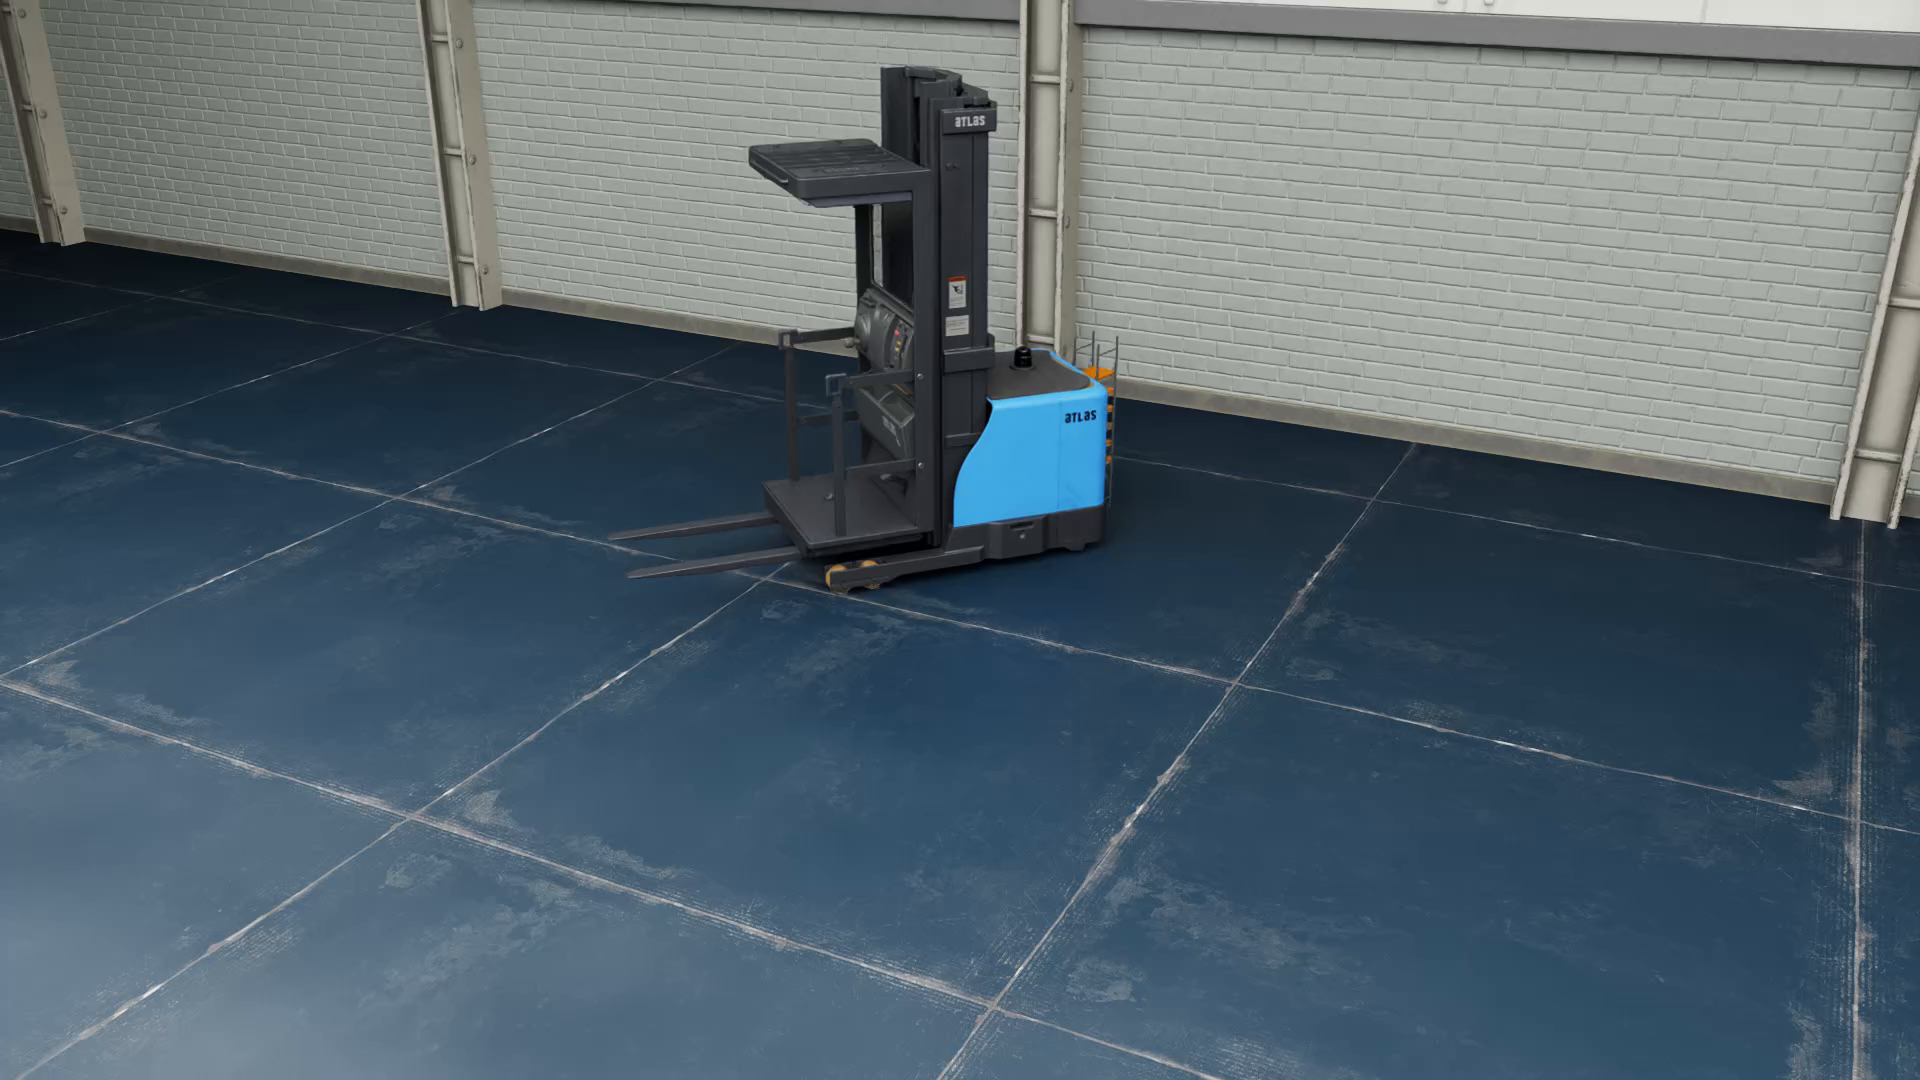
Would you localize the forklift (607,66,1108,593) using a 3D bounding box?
[{"bbox_3d":[-0.642,-1.261,9.971,3.031,2.935,1.130,-9,25,-20],"label":"forklift"}]

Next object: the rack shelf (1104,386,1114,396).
[{"bbox_3d":[0.879,-0.941,10.928,0.180,0.103,0.258,18,29,34],"label":"rack shelf"}]

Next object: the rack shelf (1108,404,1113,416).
[{"bbox_3d":[0.878,-0.831,10.976,0.180,0.103,0.258,18,29,34],"label":"rack shelf"}]

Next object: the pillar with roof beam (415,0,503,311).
[{"bbox_3d":[-6.607,-4.918,10.815,0.400,9.000,9.100,11,25,25],"label":"pillar with roof beam"}]

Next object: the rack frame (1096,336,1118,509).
[{"bbox_3d":[0.950,-0.739,10.954,0.006,1.200,0.240,18,29,34],"label":"rack frame"}]

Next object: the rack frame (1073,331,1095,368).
[{"bbox_3d":[0.806,-0.785,11.057,0.006,1.200,0.240,18,29,34],"label":"rack frame"}]

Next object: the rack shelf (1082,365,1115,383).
[{"bbox_3d":[0.880,-1.052,10.881,0.180,0.103,0.258,18,29,34],"label":"rack shelf"}]

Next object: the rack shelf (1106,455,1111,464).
[{"bbox_3d":[0.876,-0.501,11.118,0.180,0.103,0.258,18,29,34],"label":"rack shelf"}]

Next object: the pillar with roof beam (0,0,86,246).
[{"bbox_3d":[-11.961,-5.977,13.306,0.400,9.000,9.100,11,25,25],"label":"pillar with roof beam"}]

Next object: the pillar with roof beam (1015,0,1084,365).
[{"bbox_3d":[-1.252,-3.858,8.323,0.400,9.000,9.100,11,25,25],"label":"pillar with roof beam"}]

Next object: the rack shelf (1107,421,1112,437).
[{"bbox_3d":[0.877,-0.721,11.023,0.180,0.103,0.258,18,29,34],"label":"rack shelf"}]

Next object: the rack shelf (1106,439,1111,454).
[{"bbox_3d":[0.877,-0.611,11.071,0.180,0.103,0.258,18,29,34],"label":"rack shelf"}]

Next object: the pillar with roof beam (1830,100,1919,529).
[{"bbox_3d":[4.103,-2.799,5.832,0.400,9.000,9.100,11,25,25],"label":"pillar with roof beam"}]

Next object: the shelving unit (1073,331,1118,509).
[{"bbox_3d":[0.878,-0.762,11.006,0.189,1.200,0.258,18,29,34],"label":"shelving unit"}]
